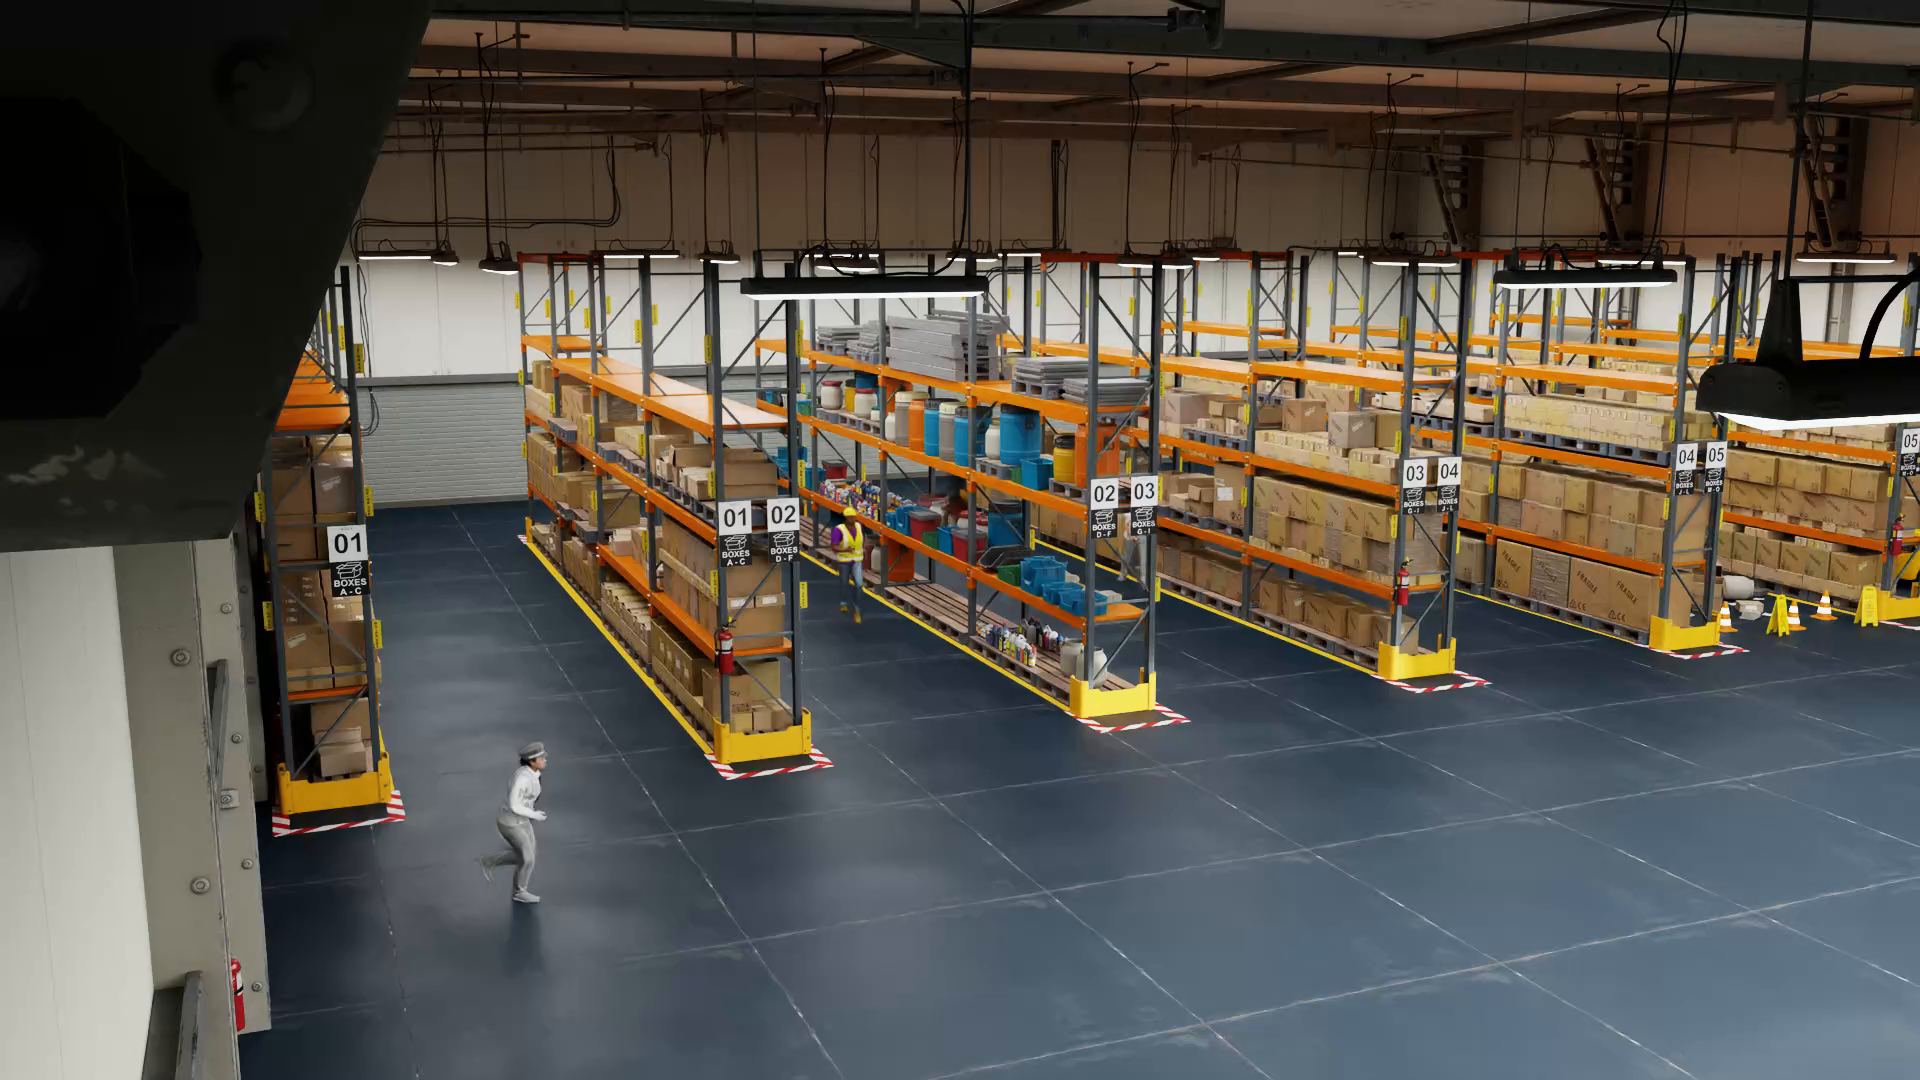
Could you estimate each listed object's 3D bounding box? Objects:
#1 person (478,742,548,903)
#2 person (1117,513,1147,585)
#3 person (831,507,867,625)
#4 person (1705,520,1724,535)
[{"bbox_3d":[-4.264,2.715,15.867,0.717,1.618,0.605,1,10,3],"label":"person"},{"bbox_3d":[3.062,-0.009,28.814,0.570,1.596,0.931,-1,10,-7],"label":"person"},{"bbox_3d":[-1.743,0.399,26.498,0.653,1.874,0.811,-4,11,-19],"label":"person"},{"bbox_3d":[15.205,-0.419,33.364,0.546,1.468,1.096,-9,14,-40],"label":"person"}]
